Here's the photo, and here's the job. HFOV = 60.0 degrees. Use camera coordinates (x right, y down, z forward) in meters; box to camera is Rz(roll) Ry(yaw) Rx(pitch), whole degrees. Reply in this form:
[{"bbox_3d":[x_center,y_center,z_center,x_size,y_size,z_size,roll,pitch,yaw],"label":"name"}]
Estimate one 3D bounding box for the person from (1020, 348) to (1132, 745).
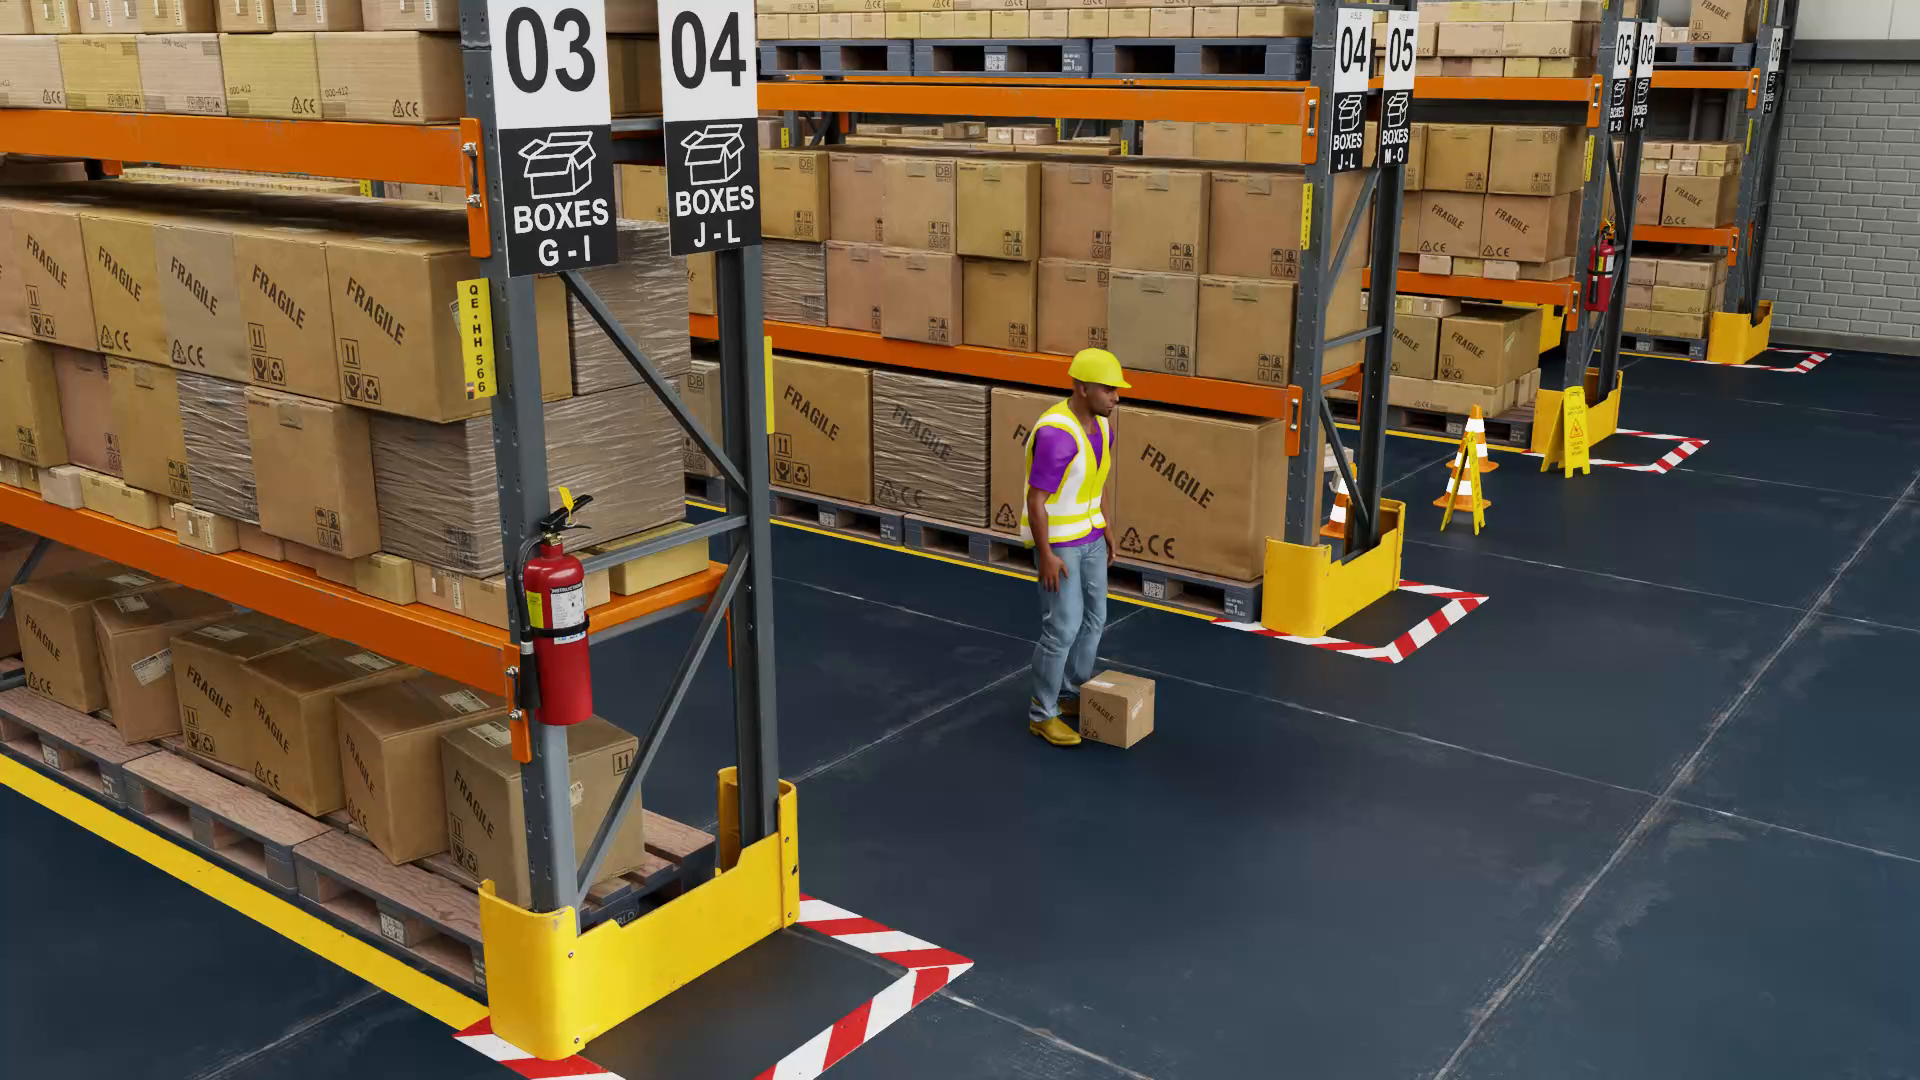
[{"bbox_3d":[0.521,0.011,7.475,0.461,1.756,0.630,11,20,32],"label":"person"}]
